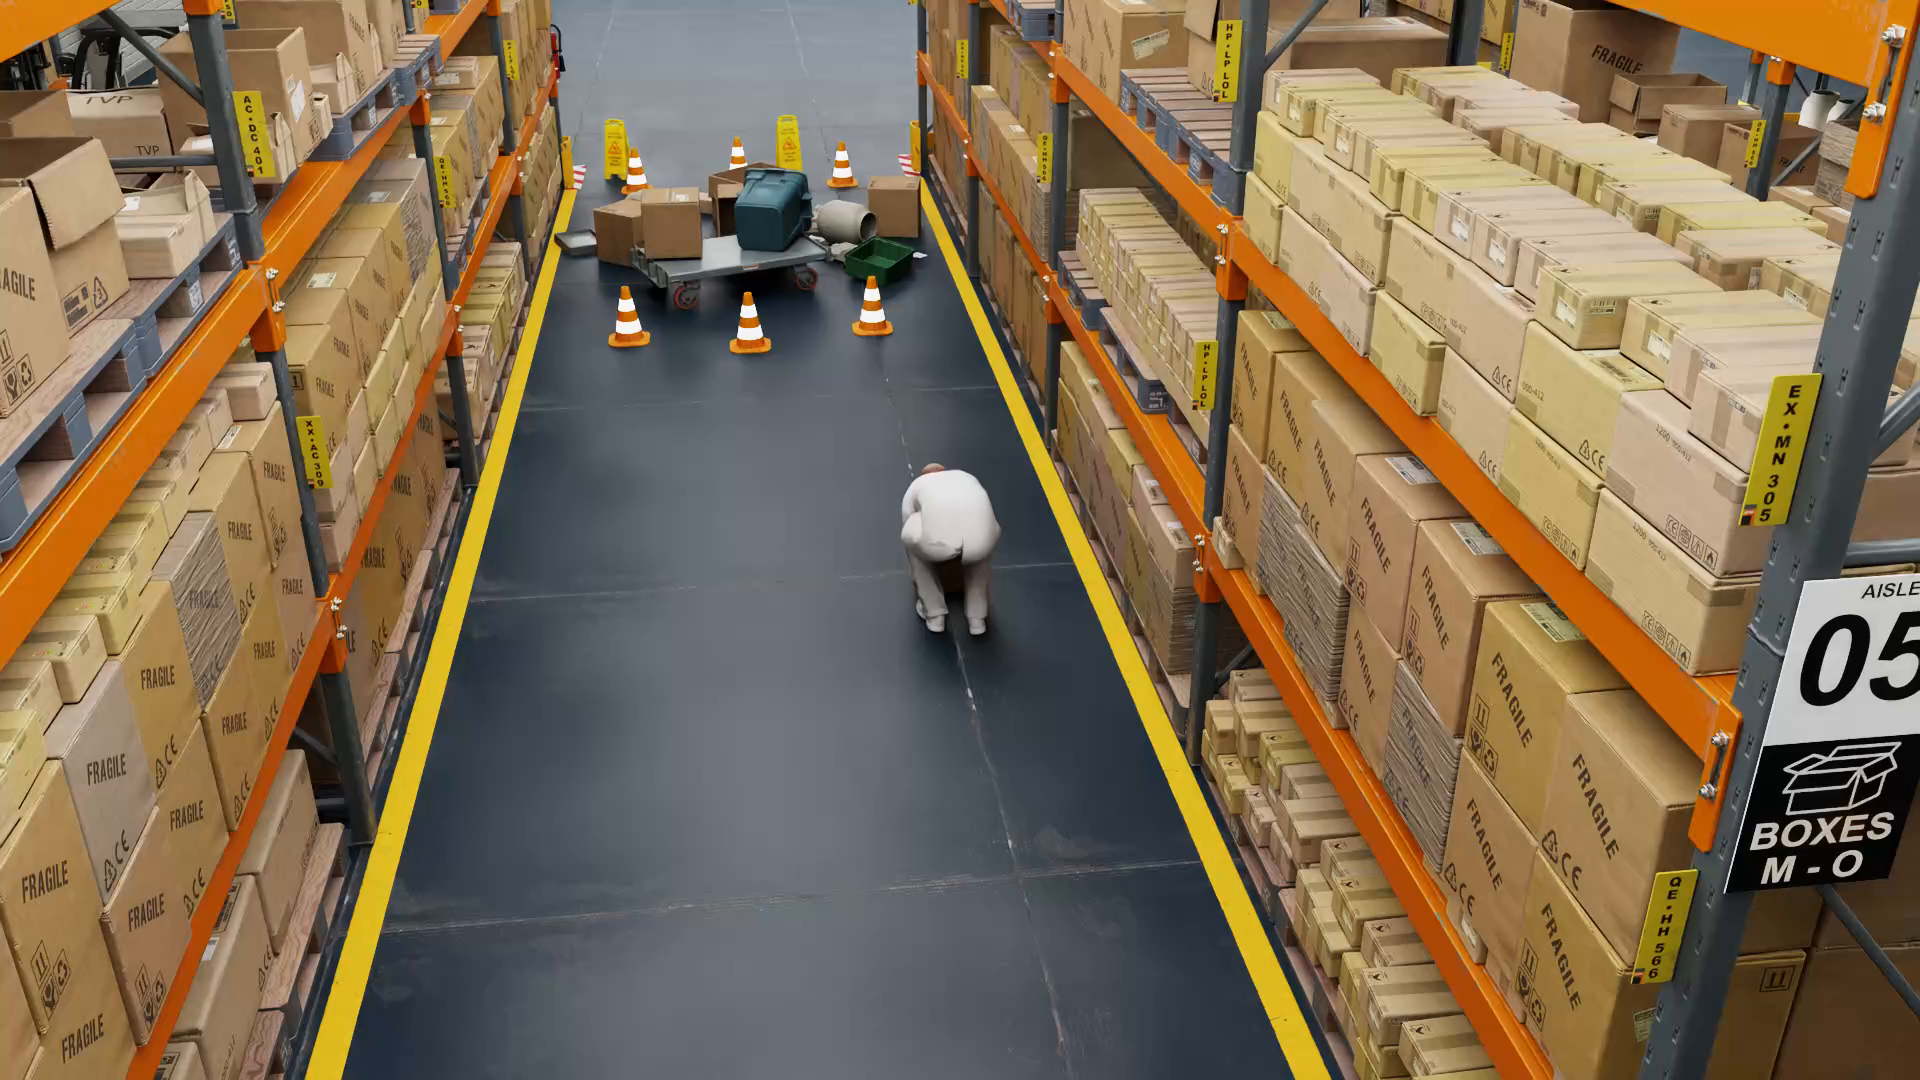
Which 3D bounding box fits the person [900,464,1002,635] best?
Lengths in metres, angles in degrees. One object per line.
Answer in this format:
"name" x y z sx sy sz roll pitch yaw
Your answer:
"person" -0.067 0.015 9.599 0.587 0.911 0.951 -4 27 -9
